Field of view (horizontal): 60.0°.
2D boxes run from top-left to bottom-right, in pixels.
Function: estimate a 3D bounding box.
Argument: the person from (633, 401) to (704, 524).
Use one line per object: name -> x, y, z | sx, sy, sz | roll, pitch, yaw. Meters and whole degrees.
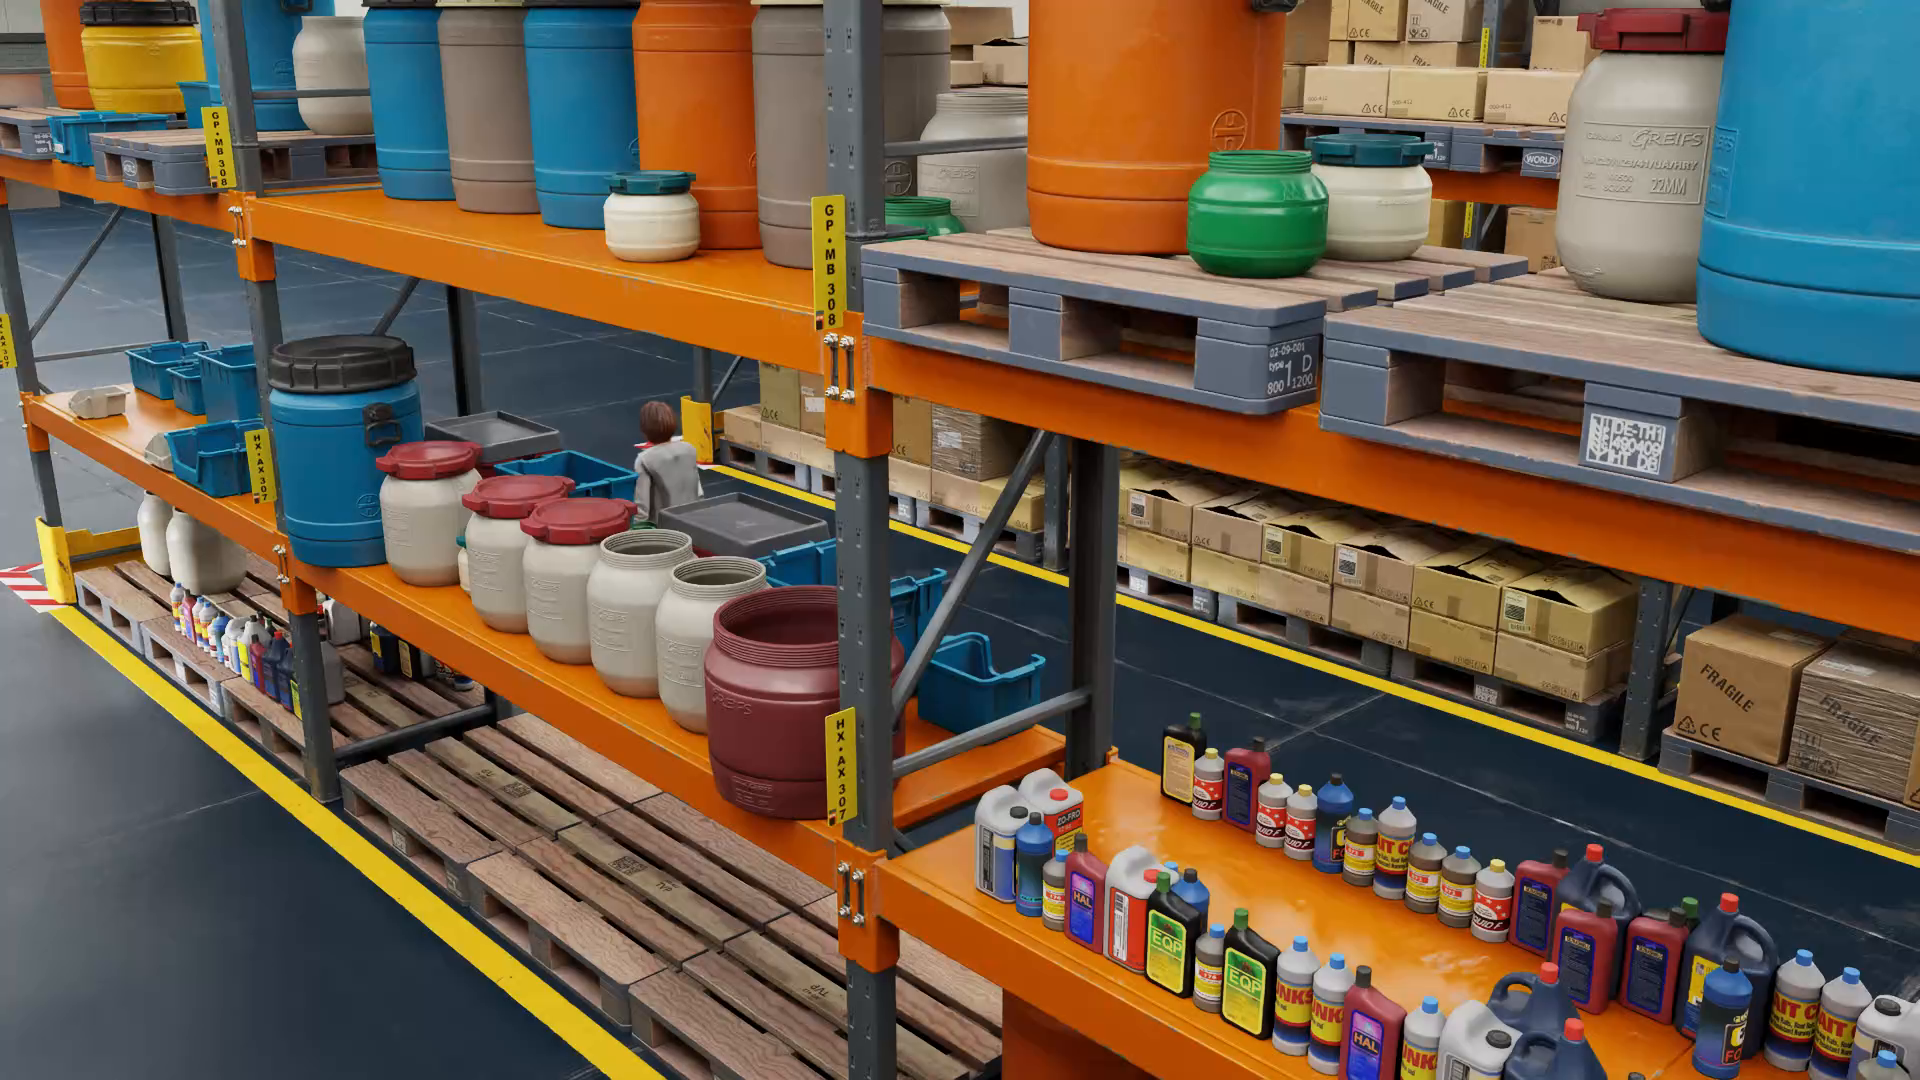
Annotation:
person -> -1.561, 0.040, 8.931 | 0.450, 1.599, 0.336 | -17, 24, -42
